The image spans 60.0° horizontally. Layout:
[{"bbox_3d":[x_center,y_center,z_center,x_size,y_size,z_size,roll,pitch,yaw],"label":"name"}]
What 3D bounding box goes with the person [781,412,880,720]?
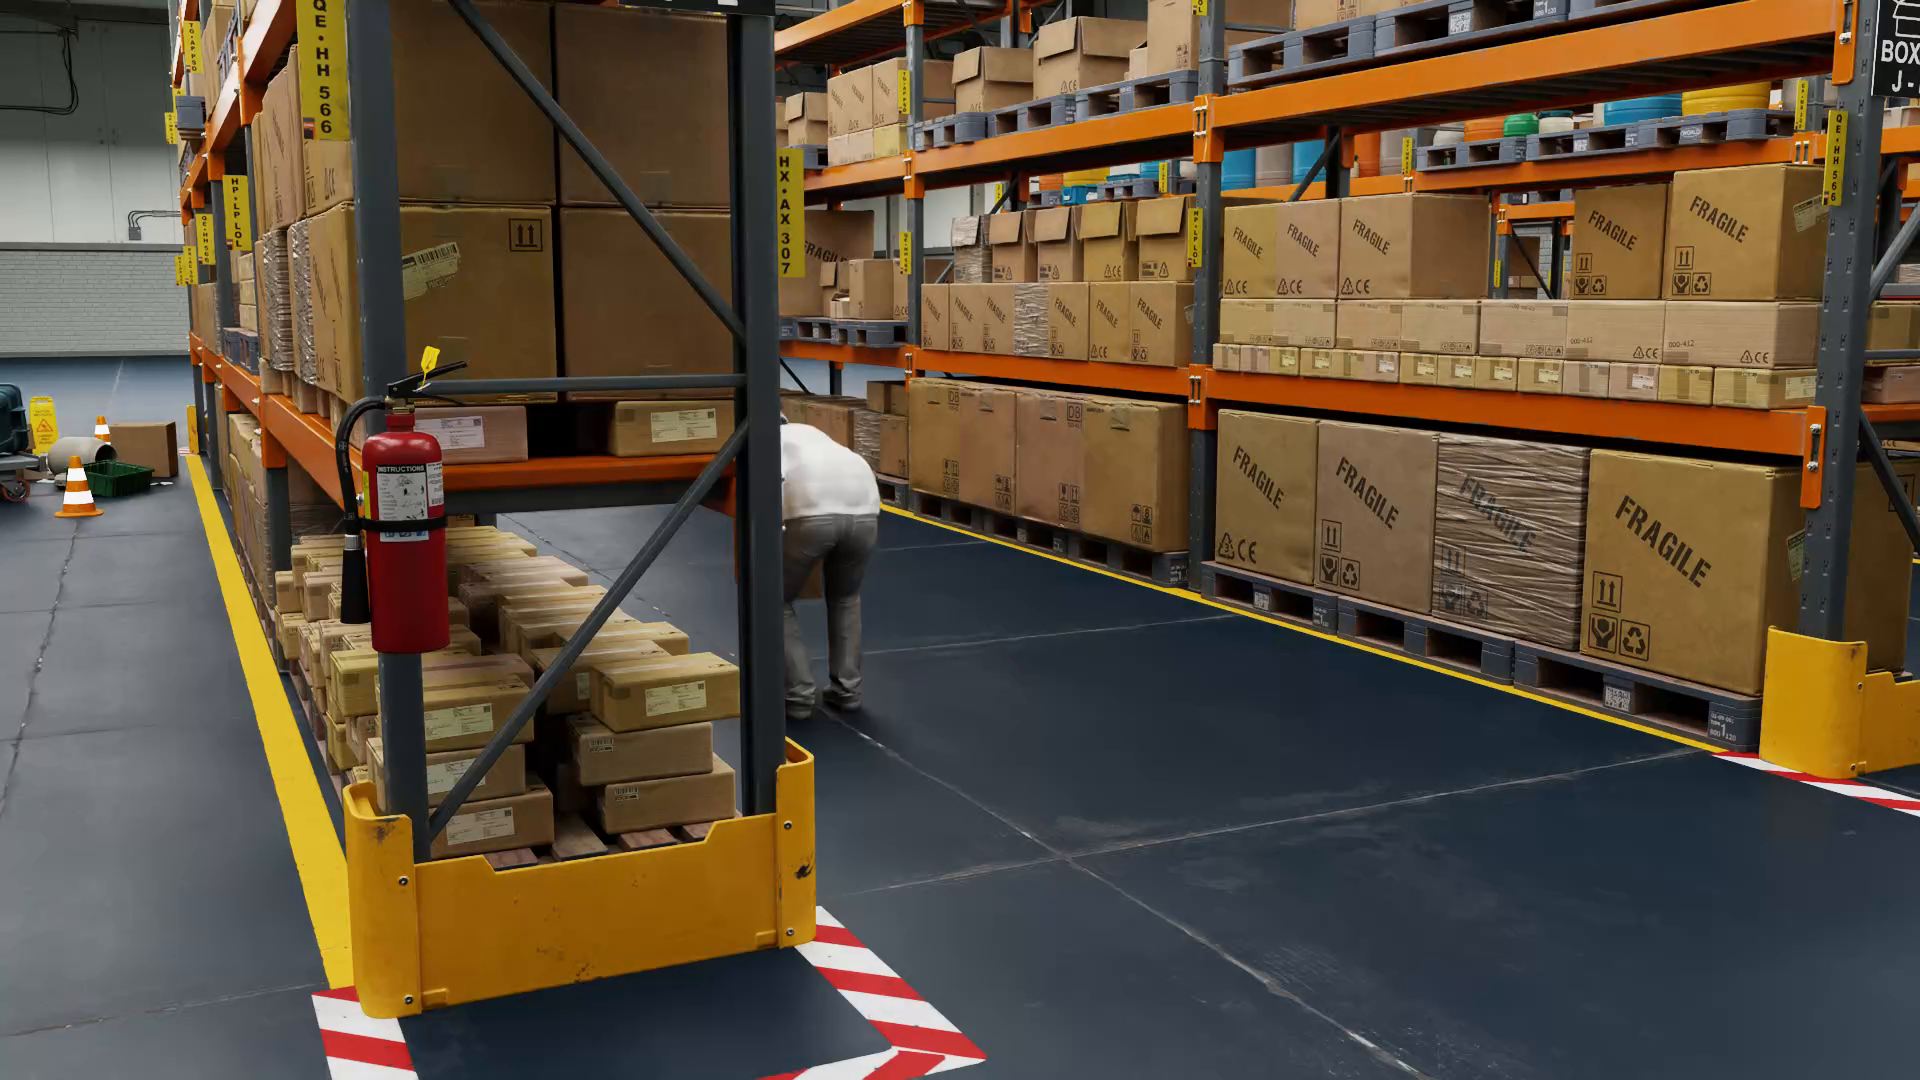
[{"bbox_3d":[-0.692,0.067,7.069,0.468,1.255,0.968,-5,10,-28],"label":"person"}]
